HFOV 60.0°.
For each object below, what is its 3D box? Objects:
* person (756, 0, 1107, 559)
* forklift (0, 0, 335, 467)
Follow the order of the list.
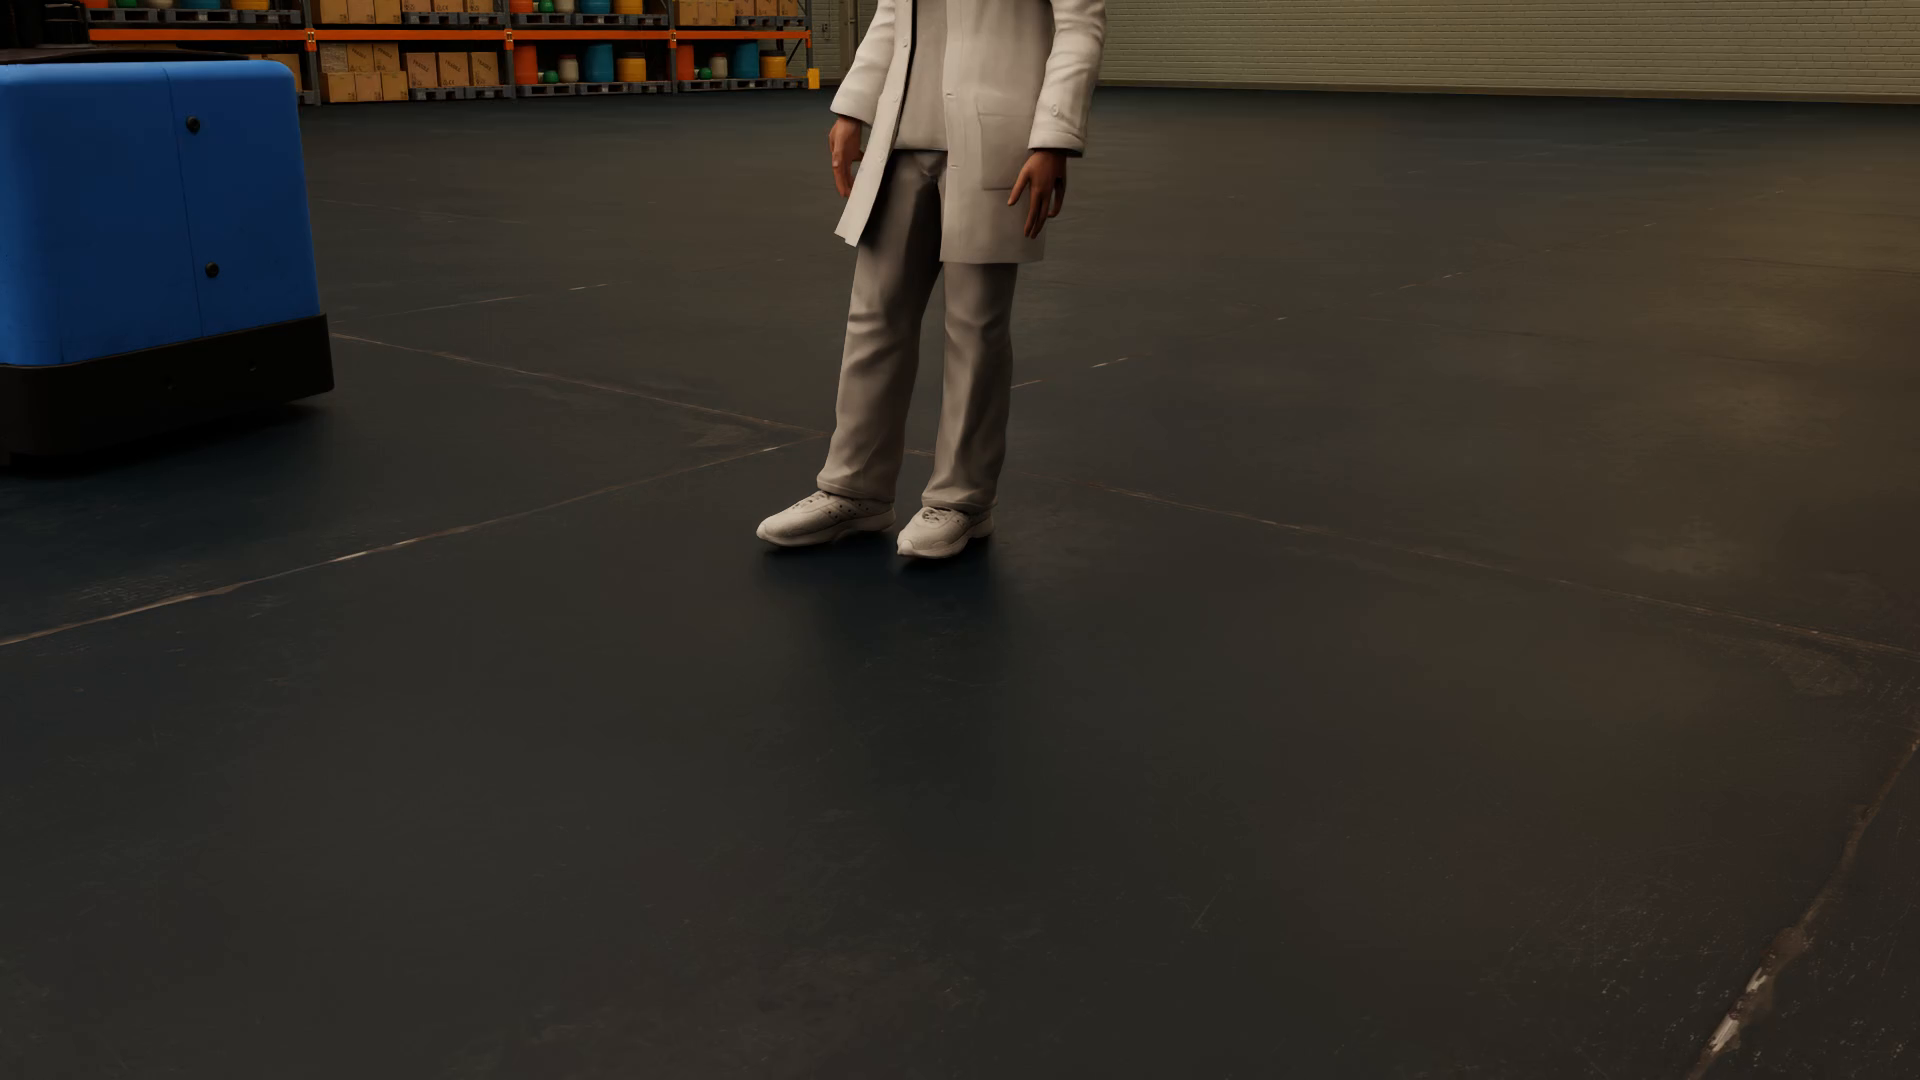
[{"bbox_3d":[-0.061,-0.838,3.618,0.696,1.776,0.581,13,21,37],"label":"person"},{"bbox_3d":[-3.545,-1.869,5.051,3.031,2.935,1.130,8,18,23],"label":"forklift"}]
